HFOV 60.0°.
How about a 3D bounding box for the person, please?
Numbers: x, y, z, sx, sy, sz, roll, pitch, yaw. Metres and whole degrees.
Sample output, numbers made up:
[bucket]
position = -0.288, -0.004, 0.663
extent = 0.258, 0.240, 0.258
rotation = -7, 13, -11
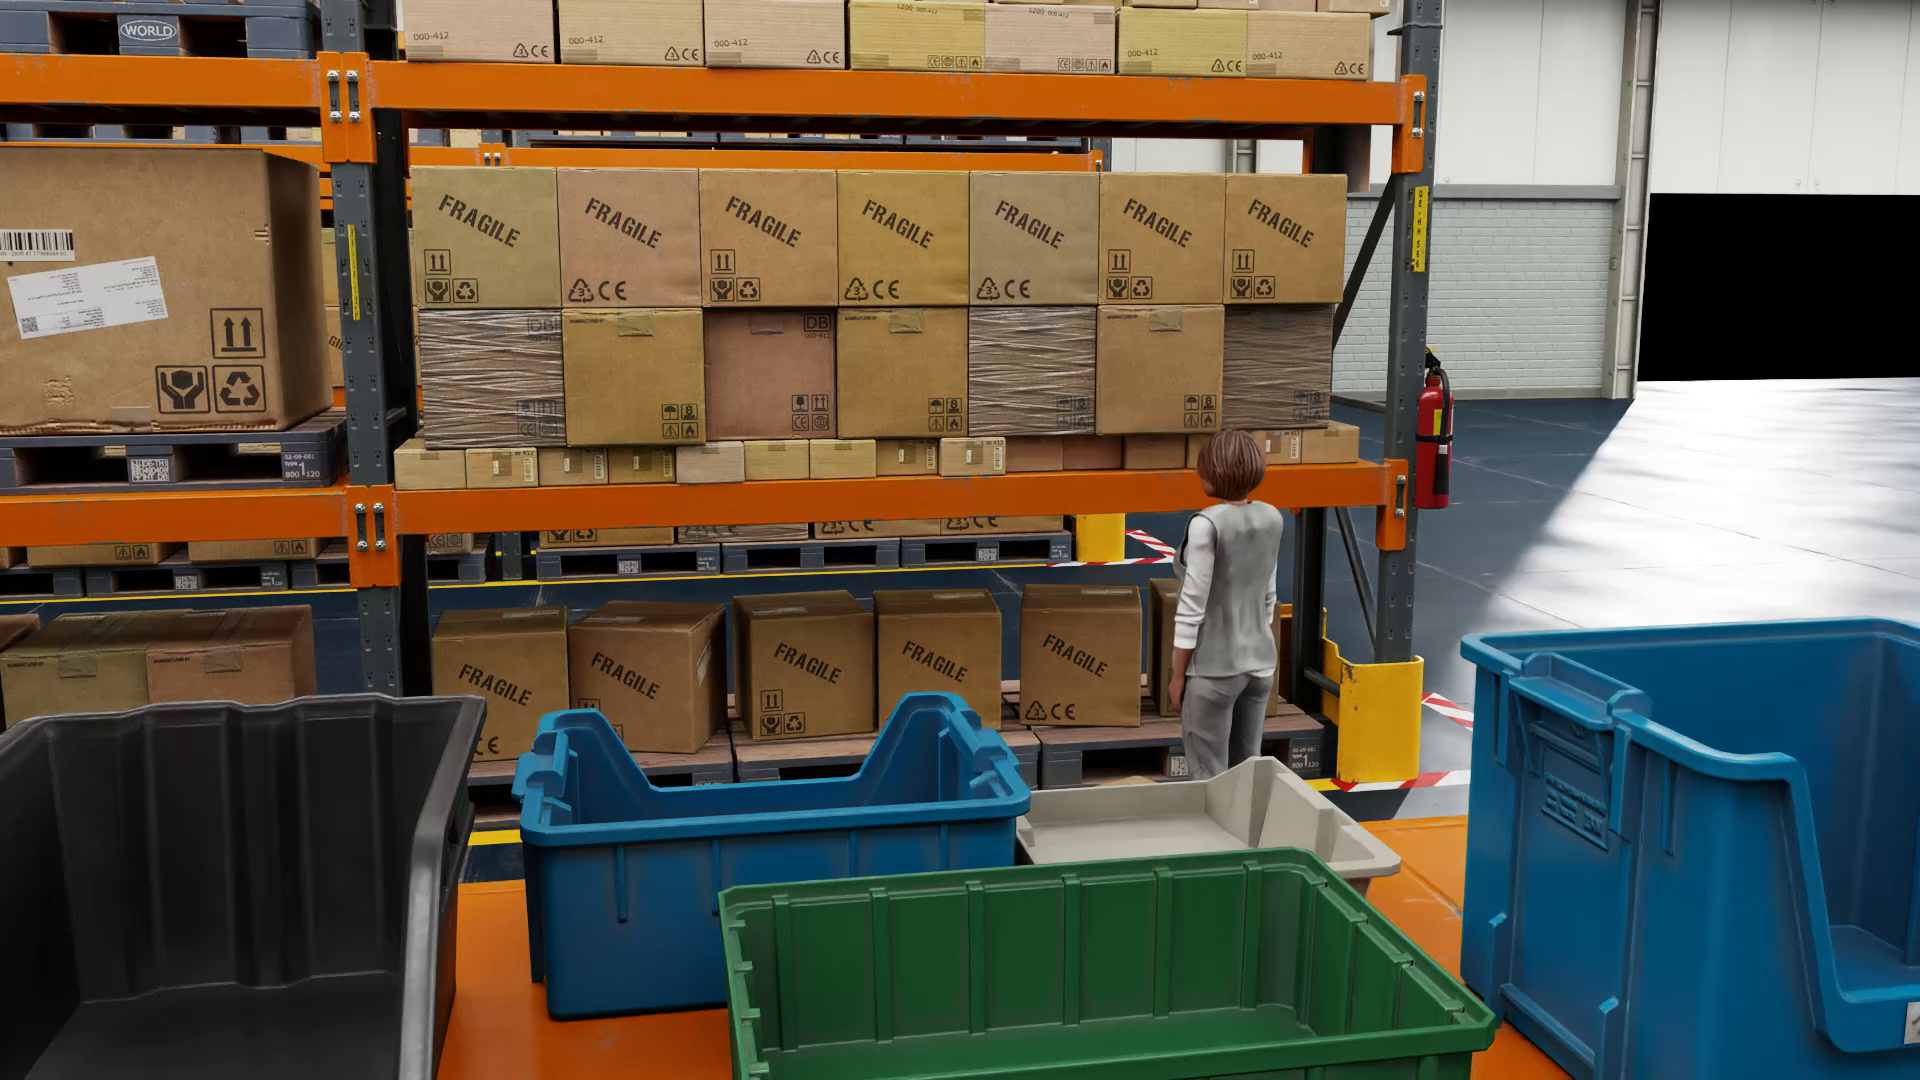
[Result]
[person]
position = 0.851, 0.442, 5.410
extent = 0.406, 1.610, 0.311
rotation = -7, 12, -36
